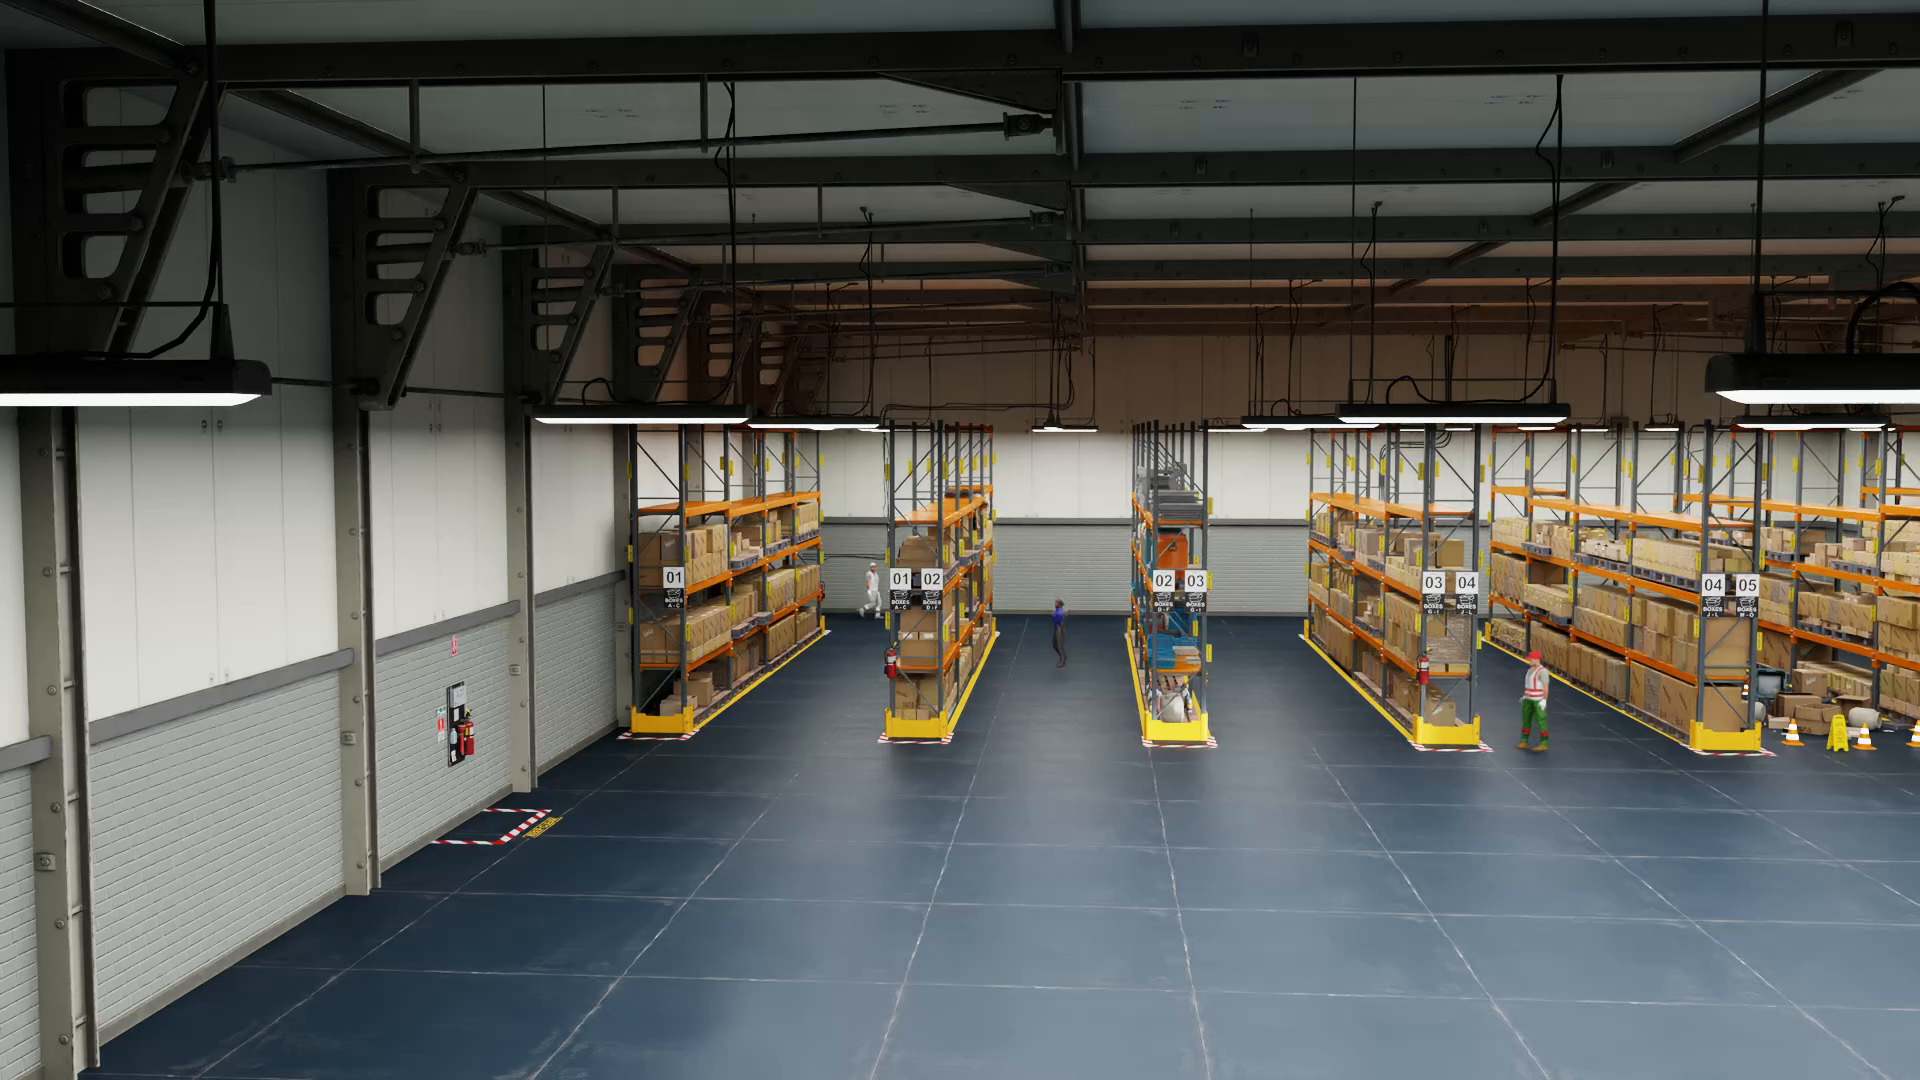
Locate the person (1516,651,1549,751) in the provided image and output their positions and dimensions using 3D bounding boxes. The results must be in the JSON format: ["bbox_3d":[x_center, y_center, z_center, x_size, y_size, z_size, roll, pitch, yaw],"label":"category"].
[{"bbox_3d":[10.394,2.908,30.235,0.455,1.781,0.608,-2,4,-29],"label":"person"}]

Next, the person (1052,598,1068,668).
[{"bbox_3d":[2.443,2.252,40.287,0.377,1.682,0.546,0,4,-2],"label":"person"}]

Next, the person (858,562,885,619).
[{"bbox_3d":[-2.738,1.574,51.506,0.798,1.754,0.609,1,4,11],"label":"person"}]

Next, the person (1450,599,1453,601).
[{"bbox_3d":[13.673,1.952,46.676,0.488,1.628,0.756,2,4,34],"label":"person"}]
